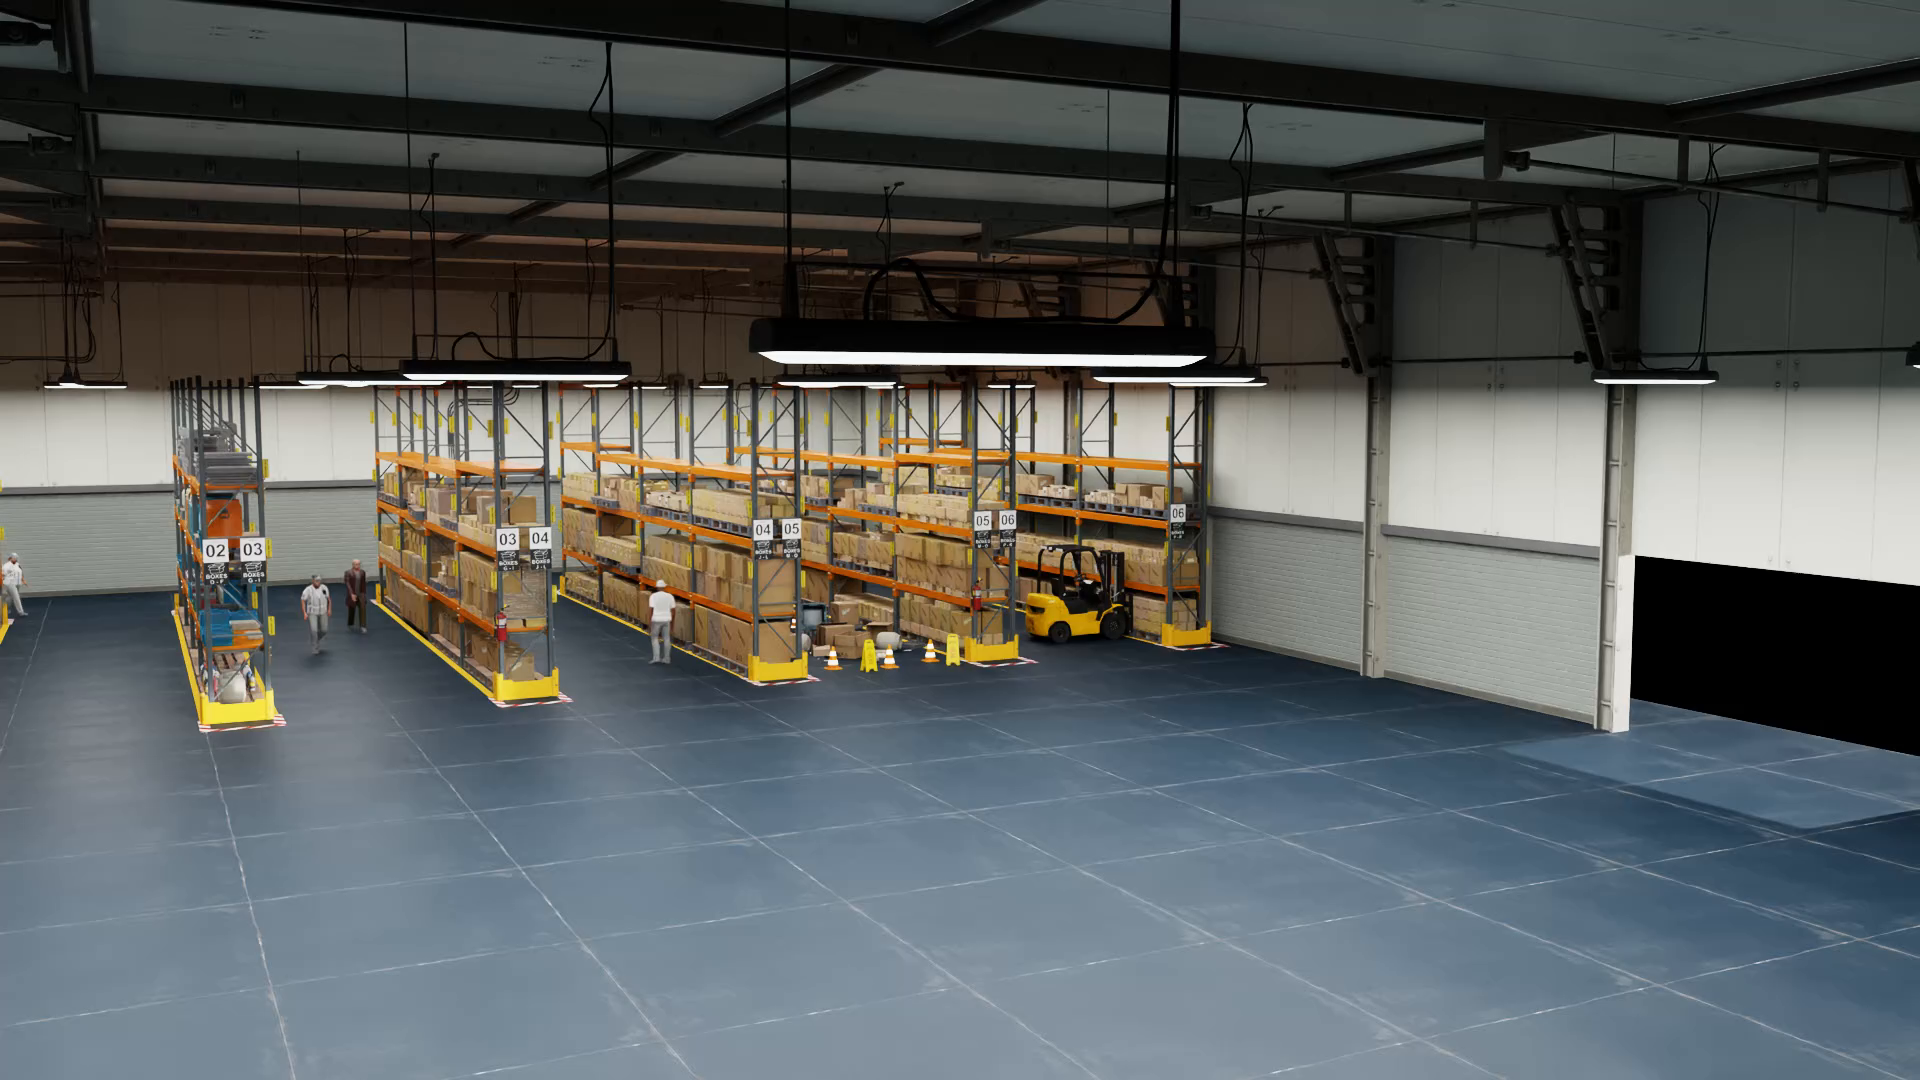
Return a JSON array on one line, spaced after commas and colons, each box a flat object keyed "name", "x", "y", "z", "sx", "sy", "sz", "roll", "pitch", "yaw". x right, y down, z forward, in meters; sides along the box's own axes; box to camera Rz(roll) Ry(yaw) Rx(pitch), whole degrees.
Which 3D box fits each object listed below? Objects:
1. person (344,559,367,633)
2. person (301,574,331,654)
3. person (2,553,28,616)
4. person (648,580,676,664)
[{"name": "person", "x": -14.409, "y": 1.316, "z": 39.727, "sx": 0.562, "sy": 1.730, "sz": 1.037, "roll": -4, "pitch": 7, "yaw": -39}, {"name": "person", "x": -14.222, "y": 1.604, "z": 36.699, "sx": 0.635, "sy": 1.745, "sz": 0.620, "roll": -4, "pitch": 7, "yaw": -39}, {"name": "person", "x": -24.186, "y": 1.128, "z": 42.492, "sx": 1.043, "sy": 1.604, "sz": 0.536, "roll": 2, "pitch": 5, "yaw": 18}, {"name": "person", "x": -6.294, "y": 1.752, "z": 35.079, "sx": 0.628, "sy": 1.807, "sz": 0.602, "roll": -3, "pitch": 6, "yaw": -32}]
